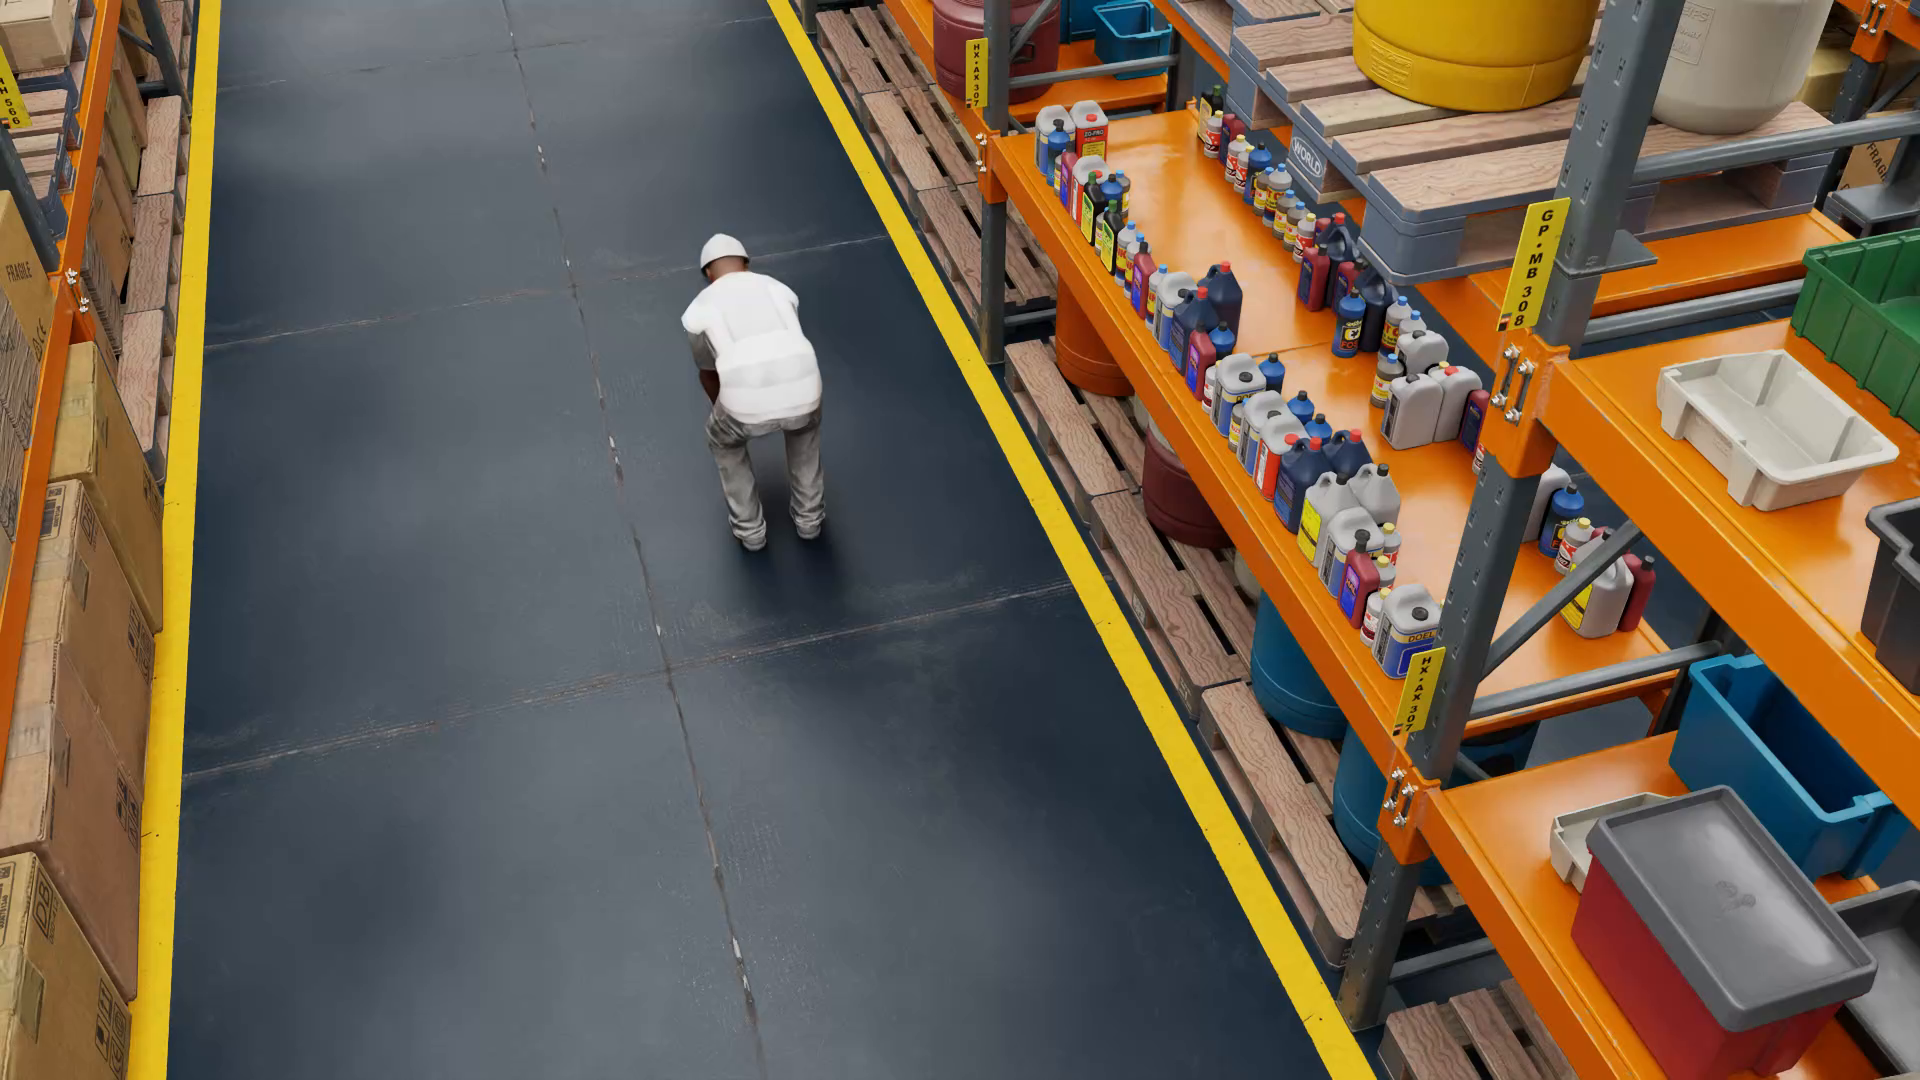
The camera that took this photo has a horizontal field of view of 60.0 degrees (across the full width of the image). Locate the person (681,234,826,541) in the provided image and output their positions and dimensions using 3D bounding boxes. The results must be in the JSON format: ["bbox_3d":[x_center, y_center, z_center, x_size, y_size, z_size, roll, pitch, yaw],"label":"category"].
[{"bbox_3d":[-0.899,-0.648,7.261,0.519,1.126,0.963,-14,44,-15],"label":"person"}]
